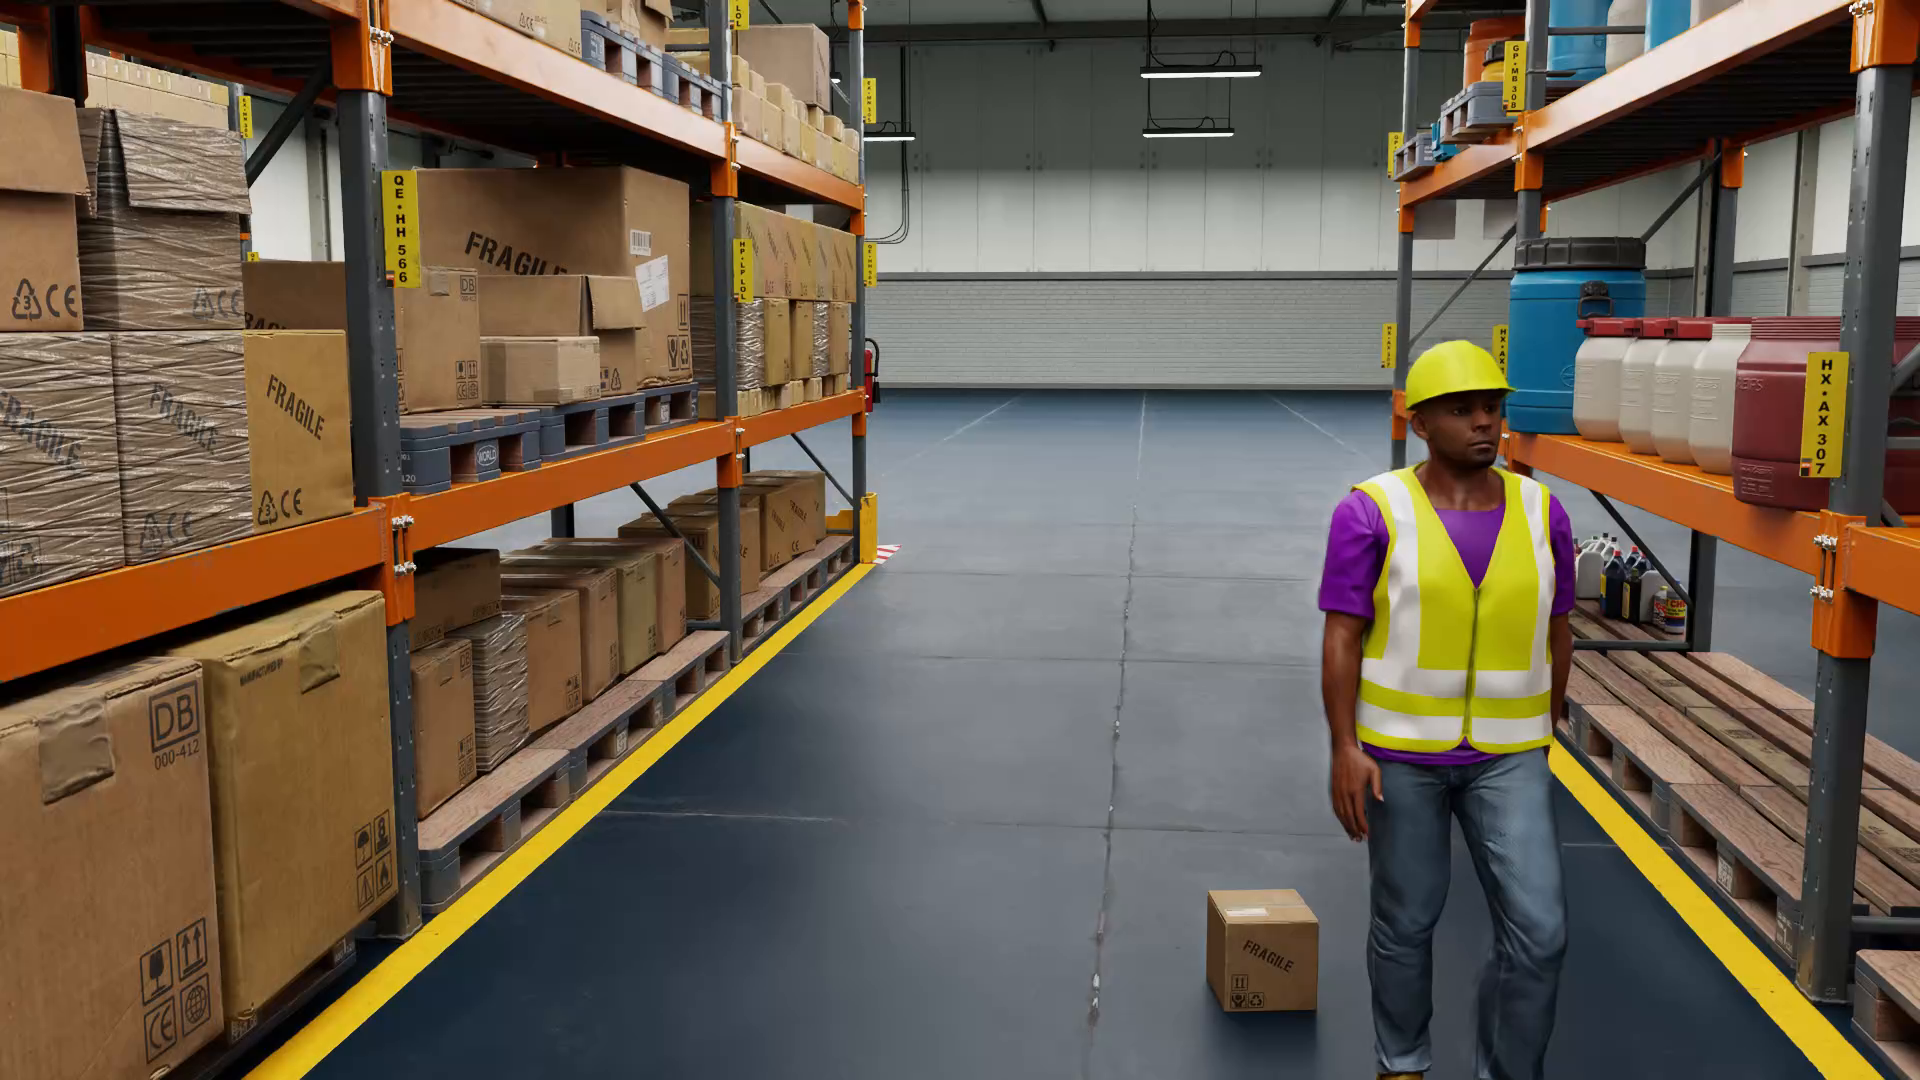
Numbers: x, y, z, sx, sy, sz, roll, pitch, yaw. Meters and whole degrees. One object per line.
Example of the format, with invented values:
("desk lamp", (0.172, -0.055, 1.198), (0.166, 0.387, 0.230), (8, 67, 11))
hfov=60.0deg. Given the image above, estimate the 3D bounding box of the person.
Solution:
("person", (1.056, 0.492, 3.578), (0.567, 1.830, 0.546), (0, 8, 3))
